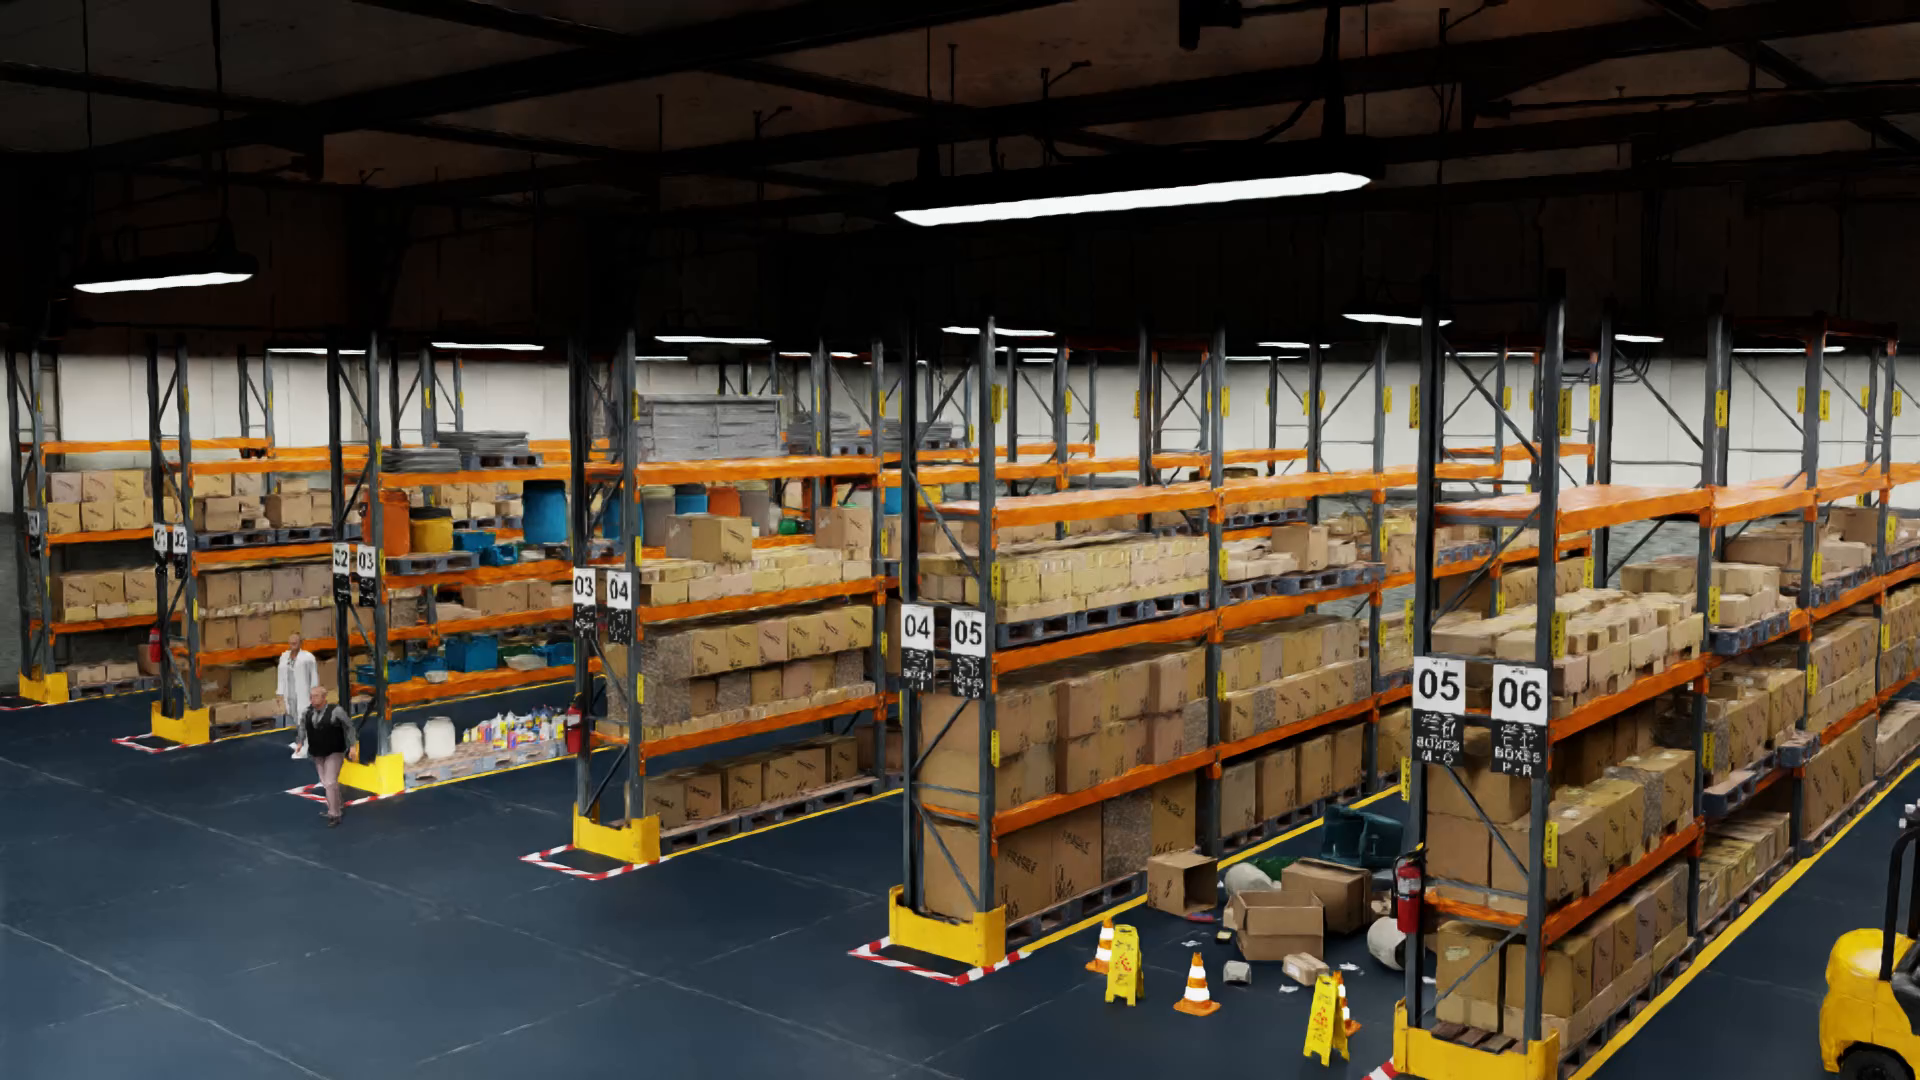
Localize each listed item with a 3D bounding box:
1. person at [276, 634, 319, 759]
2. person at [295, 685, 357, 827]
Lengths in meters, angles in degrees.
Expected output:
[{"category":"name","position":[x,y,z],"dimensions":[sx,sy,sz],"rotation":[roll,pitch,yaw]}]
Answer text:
[{"category":"person","position":[-9.354,2.183,23.468],"dimensions":[0.621,1.749,1.012],"rotation":[1,5,13]},{"category":"person","position":[-7.555,2.543,19.870],"dimensions":[0.676,1.666,0.780],"rotation":[2,5,18]}]
